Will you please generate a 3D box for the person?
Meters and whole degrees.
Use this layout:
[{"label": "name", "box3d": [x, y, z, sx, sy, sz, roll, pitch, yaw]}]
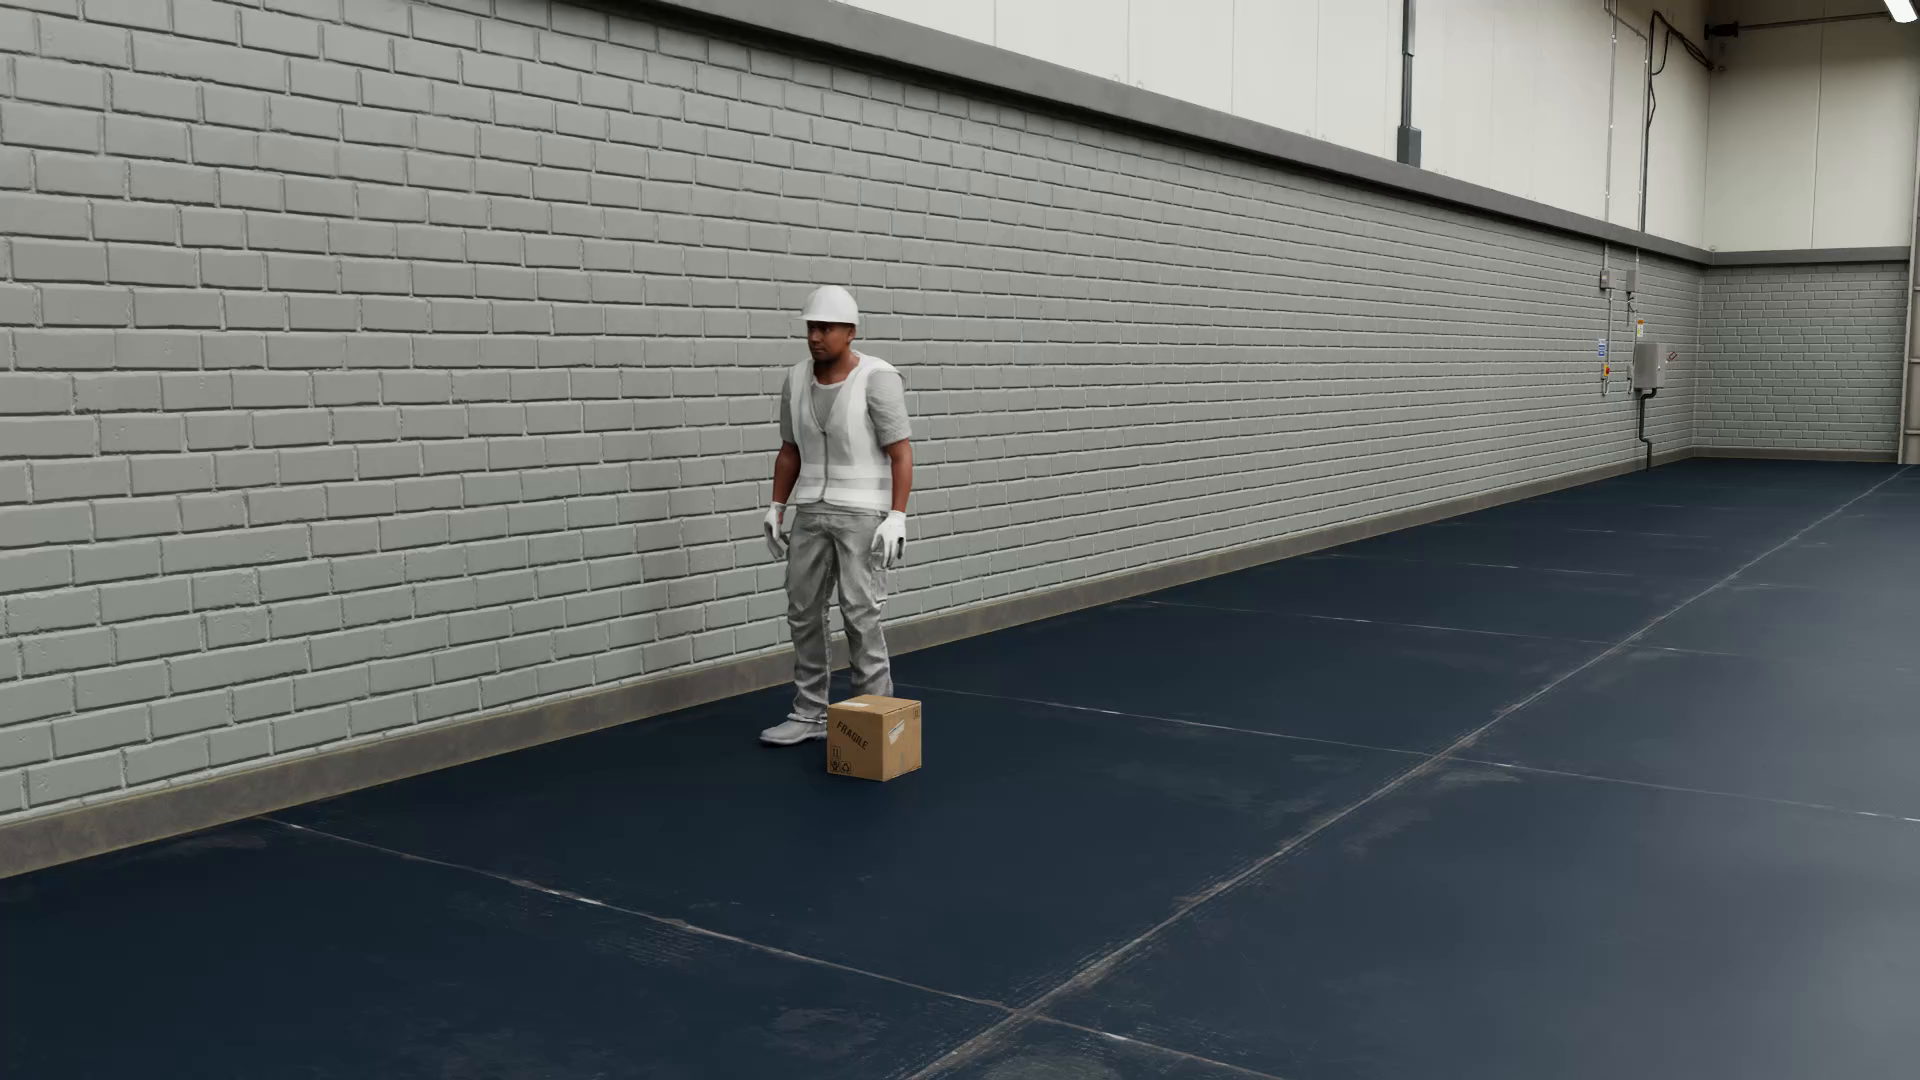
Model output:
[{"label": "person", "box3d": [-0.469, -0.076, 6.369, 0.633, 1.775, 0.449, 4, 7, 32]}]
